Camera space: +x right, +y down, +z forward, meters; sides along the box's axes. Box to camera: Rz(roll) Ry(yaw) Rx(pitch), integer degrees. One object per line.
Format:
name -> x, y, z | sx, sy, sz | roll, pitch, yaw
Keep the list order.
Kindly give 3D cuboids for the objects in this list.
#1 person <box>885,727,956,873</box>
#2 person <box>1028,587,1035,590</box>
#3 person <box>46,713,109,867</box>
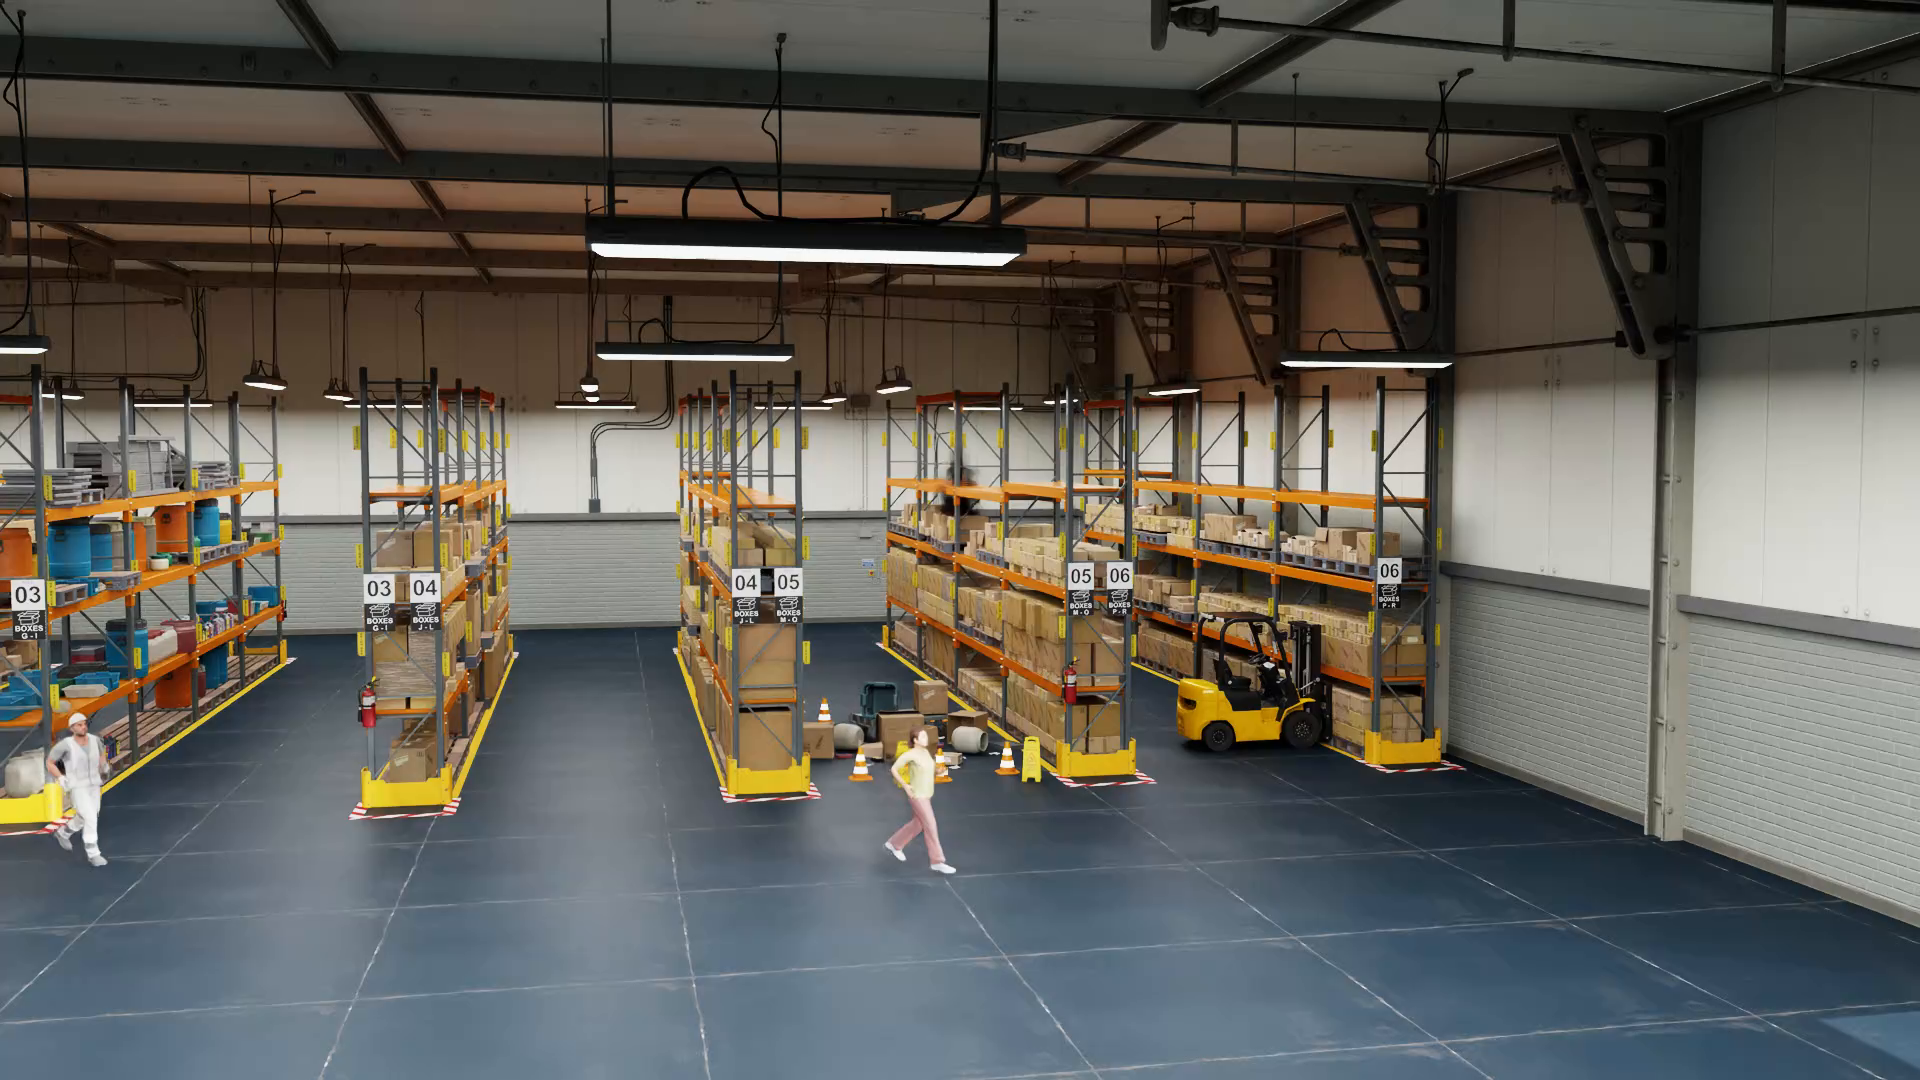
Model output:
person -> -0.467, 2.989, 19.329 | 0.968, 1.657, 0.572 | 2, 4, 26
person -> 1.544, 1.782, 36.058 | 0.615, 1.630, 0.674 | -1, 3, -13
person -> -10.441, 2.940, 19.760 | 0.877, 1.787, 0.643 | 2, 4, 26
